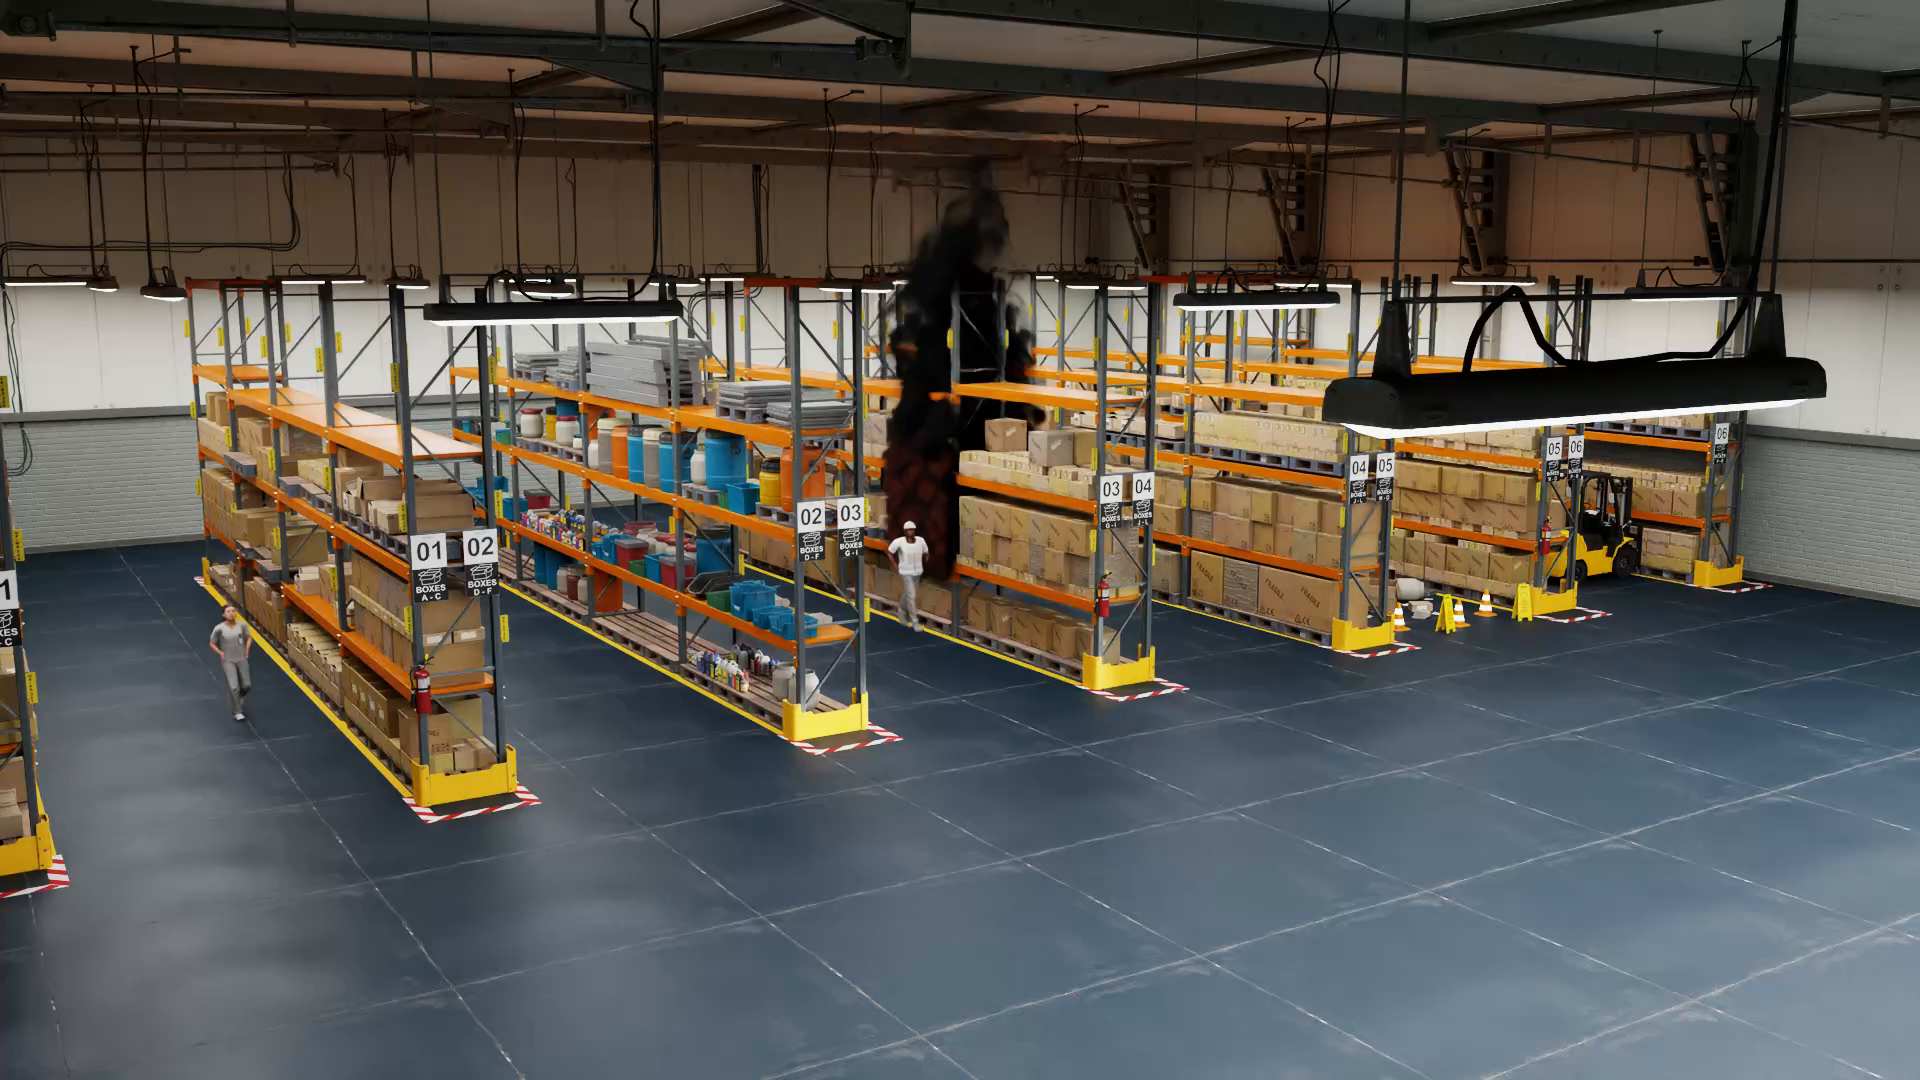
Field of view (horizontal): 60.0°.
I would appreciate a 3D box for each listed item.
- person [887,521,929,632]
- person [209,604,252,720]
[{"bbox_3d":[-0.800,0.573,27.540,0.682,1.804,0.861,-6,11,-31],"label":"person"},{"bbox_3d":[-10.132,1.649,23.152,0.561,1.562,0.593,-7,12,-35],"label":"person"}]
